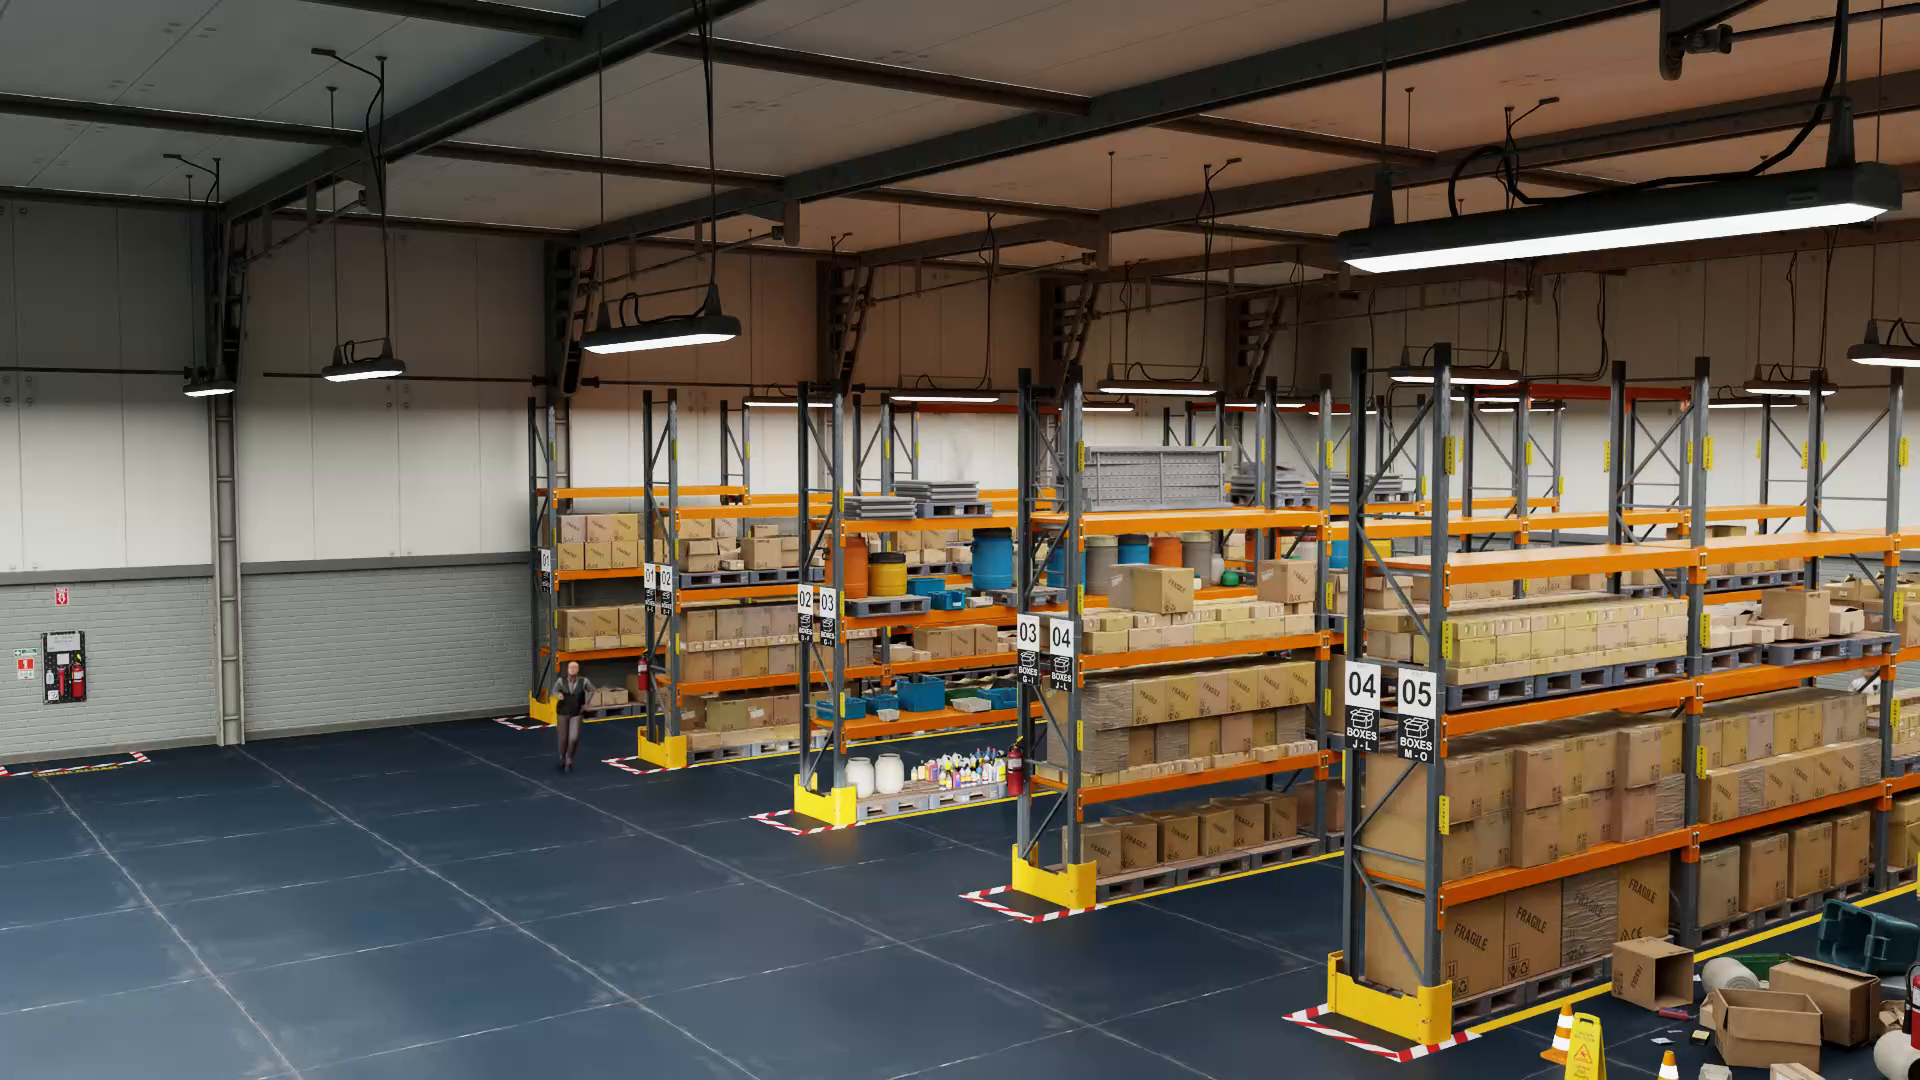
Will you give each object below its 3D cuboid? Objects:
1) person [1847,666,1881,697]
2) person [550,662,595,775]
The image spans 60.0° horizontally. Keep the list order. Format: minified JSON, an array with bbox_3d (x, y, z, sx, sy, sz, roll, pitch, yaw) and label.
[{"bbox_3d":[14.431,2.779,26.446,0.652,1.704,0.796,2,4,34],"label":"person"},{"bbox_3d":[-6.076,2.786,26.035,0.656,1.777,0.742,0,3,-5],"label":"person"}]
